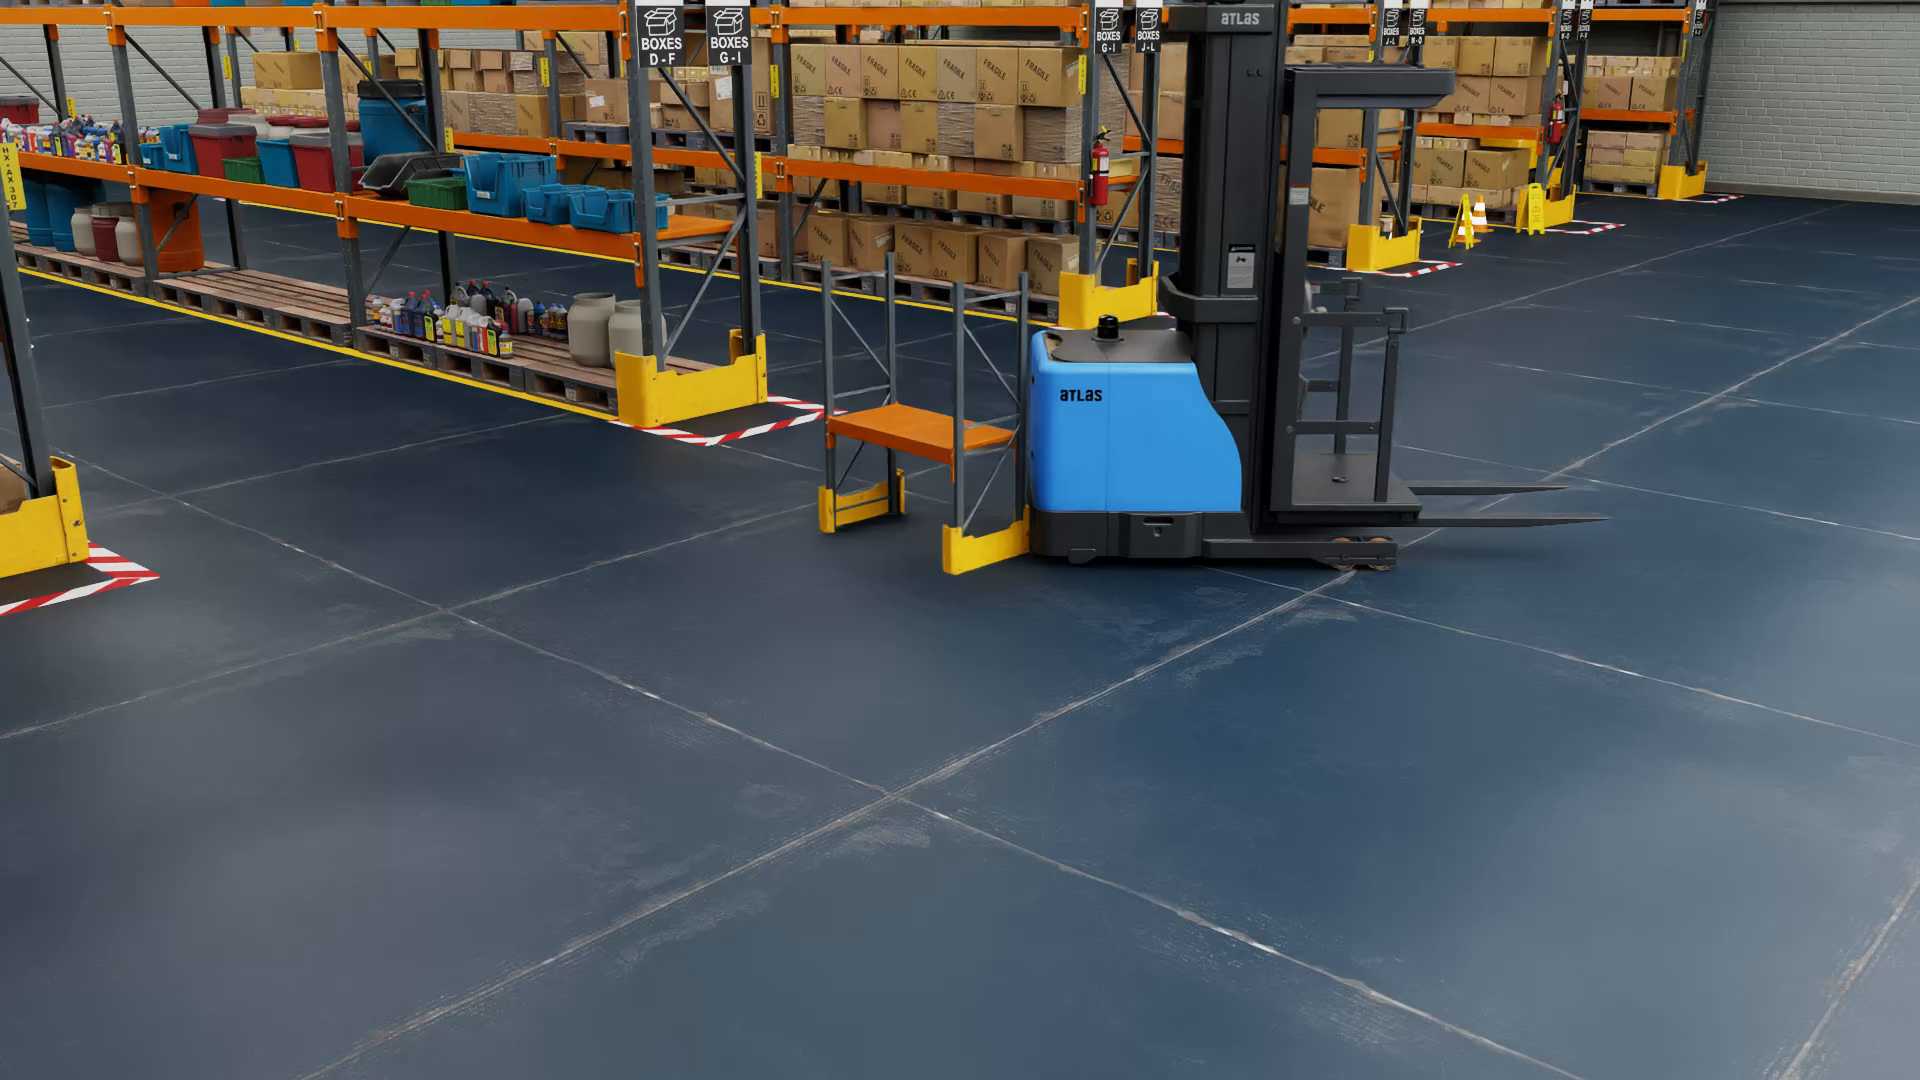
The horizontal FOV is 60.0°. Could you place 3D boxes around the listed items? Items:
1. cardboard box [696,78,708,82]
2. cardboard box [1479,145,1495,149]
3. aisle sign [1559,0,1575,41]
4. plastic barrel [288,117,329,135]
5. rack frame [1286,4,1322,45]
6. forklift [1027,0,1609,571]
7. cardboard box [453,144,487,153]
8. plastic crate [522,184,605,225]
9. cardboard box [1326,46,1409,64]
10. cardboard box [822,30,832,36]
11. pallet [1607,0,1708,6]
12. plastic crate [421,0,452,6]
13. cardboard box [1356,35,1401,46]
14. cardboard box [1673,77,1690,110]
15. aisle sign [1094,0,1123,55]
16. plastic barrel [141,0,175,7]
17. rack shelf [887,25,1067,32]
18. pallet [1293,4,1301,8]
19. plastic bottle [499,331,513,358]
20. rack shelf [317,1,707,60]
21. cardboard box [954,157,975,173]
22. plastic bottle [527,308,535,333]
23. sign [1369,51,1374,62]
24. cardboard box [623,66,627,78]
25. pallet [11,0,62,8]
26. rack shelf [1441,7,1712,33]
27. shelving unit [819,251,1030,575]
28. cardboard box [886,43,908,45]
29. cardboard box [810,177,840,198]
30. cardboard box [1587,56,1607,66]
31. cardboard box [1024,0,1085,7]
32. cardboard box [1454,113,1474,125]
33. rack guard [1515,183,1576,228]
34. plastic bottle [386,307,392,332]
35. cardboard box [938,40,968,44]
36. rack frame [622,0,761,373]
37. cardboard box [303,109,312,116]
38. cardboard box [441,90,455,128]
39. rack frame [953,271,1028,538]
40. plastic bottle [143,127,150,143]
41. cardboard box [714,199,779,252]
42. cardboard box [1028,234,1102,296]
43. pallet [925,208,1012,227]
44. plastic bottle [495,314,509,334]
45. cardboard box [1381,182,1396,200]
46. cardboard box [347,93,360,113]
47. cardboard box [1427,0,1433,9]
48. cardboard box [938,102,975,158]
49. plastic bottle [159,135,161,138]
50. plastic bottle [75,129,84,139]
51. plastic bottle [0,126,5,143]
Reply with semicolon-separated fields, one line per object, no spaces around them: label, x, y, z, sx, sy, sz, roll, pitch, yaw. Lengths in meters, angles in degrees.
cardboard box;-3.777;-6.931;25.223;0.250;0.149;0.380;16;23;41
cardboard box;7.199;-5.307;23.486;0.500;0.500;0.500;14;22;37
aisle sign;7.885;-6.887;21.558;0.004;0.787;0.394;15;23;39
plastic barrel;-5.945;-3.621;15.337;0.433;0.535;0.433;0;18;0
rack frame;5.039;-6.530;24.727;0.127;3.000;1.000;15;23;39
forklift;1.897;-1.401;8.681;3.031;2.935;1.130;0;18;0
cardboard box;-6.361;-4.778;22.026;0.875;0.875;1.225;14;22;37
plastic crate;-2.890;-2.457;12.142;0.408;0.251;0.499;15;23;39
cardboard box;4.569;-5.256;18.680;0.550;0.550;0.875;15;23;39
cardboard box;-2.300;-9.230;30.346;0.250;0.149;0.380;14;23;38
pallet;10.811;-8.386;25.763;1.213;0.211;1.003;15;23;39
plastic crate;-3.827;-4.117;12.518;0.450;0.188;0.336;15;23;39
cardboard box;5.949;-6.844;23.407;0.500;0.500;0.700;14;23;38
cardboard box;11.137;-7.060;26.234;0.500;0.500;0.500;16;24;41
aisle sign;1.300;-4.643;14.486;0.004;0.787;0.394;15;23;39
plastic barrel;-7.348;-5.425;15.458;0.600;0.901;0.600;0;18;0
rack shelf;0.551;-8.821;28.179;4.000;0.370;1.077;15;23;39
pallet;4.648;-8.018;24.769;1.003;0.211;1.213;15;23;39
plastic bottle;-3.499;-1.509;12.807;0.097;0.201;0.097;0;18;0
rack shelf;-3.331;-3.852;12.521;4.000;0.370;1.077;15;23;39
cardboard box;0.157;-3.622;15.982;0.250;0.149;0.380;15;23;39
plastic bottle;-3.543;-1.824;13.800;0.097;0.201;0.097;0;18;0
sign;4.450;-5.131;18.015;0.005;0.325;0.100;15;23;39
cardboard box;-5.091;-7.323;26.570;0.500;0.500;0.500;14;23;38
pallet;-9.309;-5.751;17.626;1.213;0.211;1.003;15;23;39
rack shelf;9.827;-8.339;26.658;4.000;0.370;1.077;15;23;39
shelving unit;-0.205;-0.712;8.875;0.587;1.500;1.083;-16;24;-42
cardboard box;-0.645;-4.825;17.047;0.500;0.500;0.500;15;23;39
cardboard box;-1.828;-5.274;24.210;0.500;0.500;0.500;15;23;39
cardboard box;10.091;-7.556;26.232;0.250;0.149;0.380;16;23;41
cardboard box;0.924;-4.882;14.825;0.500;0.250;0.500;16;23;40
cardboard box;6.956;-5.760;22.719;0.250;0.149;0.380;16;23;40
rack guard;7.974;-4.550;22.623;0.348;0.500;1.175;15;23;39
plastic bottle;-4.727;-1.839;13.846;0.097;0.201;0.097;0;18;0
cardboard box;-0.034;-8.310;28.518;0.500;0.500;0.500;14;23;38
rack frame;-1.835;-2.364;11.601;0.127;3.000;1.000;15;23;39
cardboard box;-9.119;-6.070;23.696;0.250;0.149;0.380;16;23;40
cardboard box;-6.594;-5.591;21.605;0.500;0.500;0.500;14;23;38
rack frame;0.156;-0.600;8.522;0.500;1.500;0.032;-16;24;-42
plastic bottle;-8.761;-4.317;17.948;0.133;0.283;0.061;15;23;39
cardboard box;-2.328;-3.534;18.693;0.500;0.500;0.700;15;23;39
cardboard box;0.997;-2.622;15.854;0.500;0.500;0.500;-13;22;-36
pallet;0.285;-4.443;22.763;1.213;0.211;1.003;15;23;39
plastic bottle;-3.599;-1.629;13.050;0.133;0.283;0.061;15;23;39
cardboard box;6.106;-5.029;23.851;0.500;0.250;0.500;15;23;39
cardboard box;-8.027;-5.993;22.794;0.500;0.250;0.500;14;23;38
cardboard box;6.400;-7.343;22.747;0.250;0.149;0.380;15;23;39
cardboard box;0.261;-3.974;16.017;0.500;0.500;0.875;15;23;39
plastic bottle;-8.382;-4.177;17.528;0.097;0.271;0.097;0;18;0
plastic bottle;-9.301;-4.198;17.575;0.133;0.283;0.061;15;23;39
plastic bottle;-10.719;-4.521;18.590;0.133;0.283;0.061;15;23;39
